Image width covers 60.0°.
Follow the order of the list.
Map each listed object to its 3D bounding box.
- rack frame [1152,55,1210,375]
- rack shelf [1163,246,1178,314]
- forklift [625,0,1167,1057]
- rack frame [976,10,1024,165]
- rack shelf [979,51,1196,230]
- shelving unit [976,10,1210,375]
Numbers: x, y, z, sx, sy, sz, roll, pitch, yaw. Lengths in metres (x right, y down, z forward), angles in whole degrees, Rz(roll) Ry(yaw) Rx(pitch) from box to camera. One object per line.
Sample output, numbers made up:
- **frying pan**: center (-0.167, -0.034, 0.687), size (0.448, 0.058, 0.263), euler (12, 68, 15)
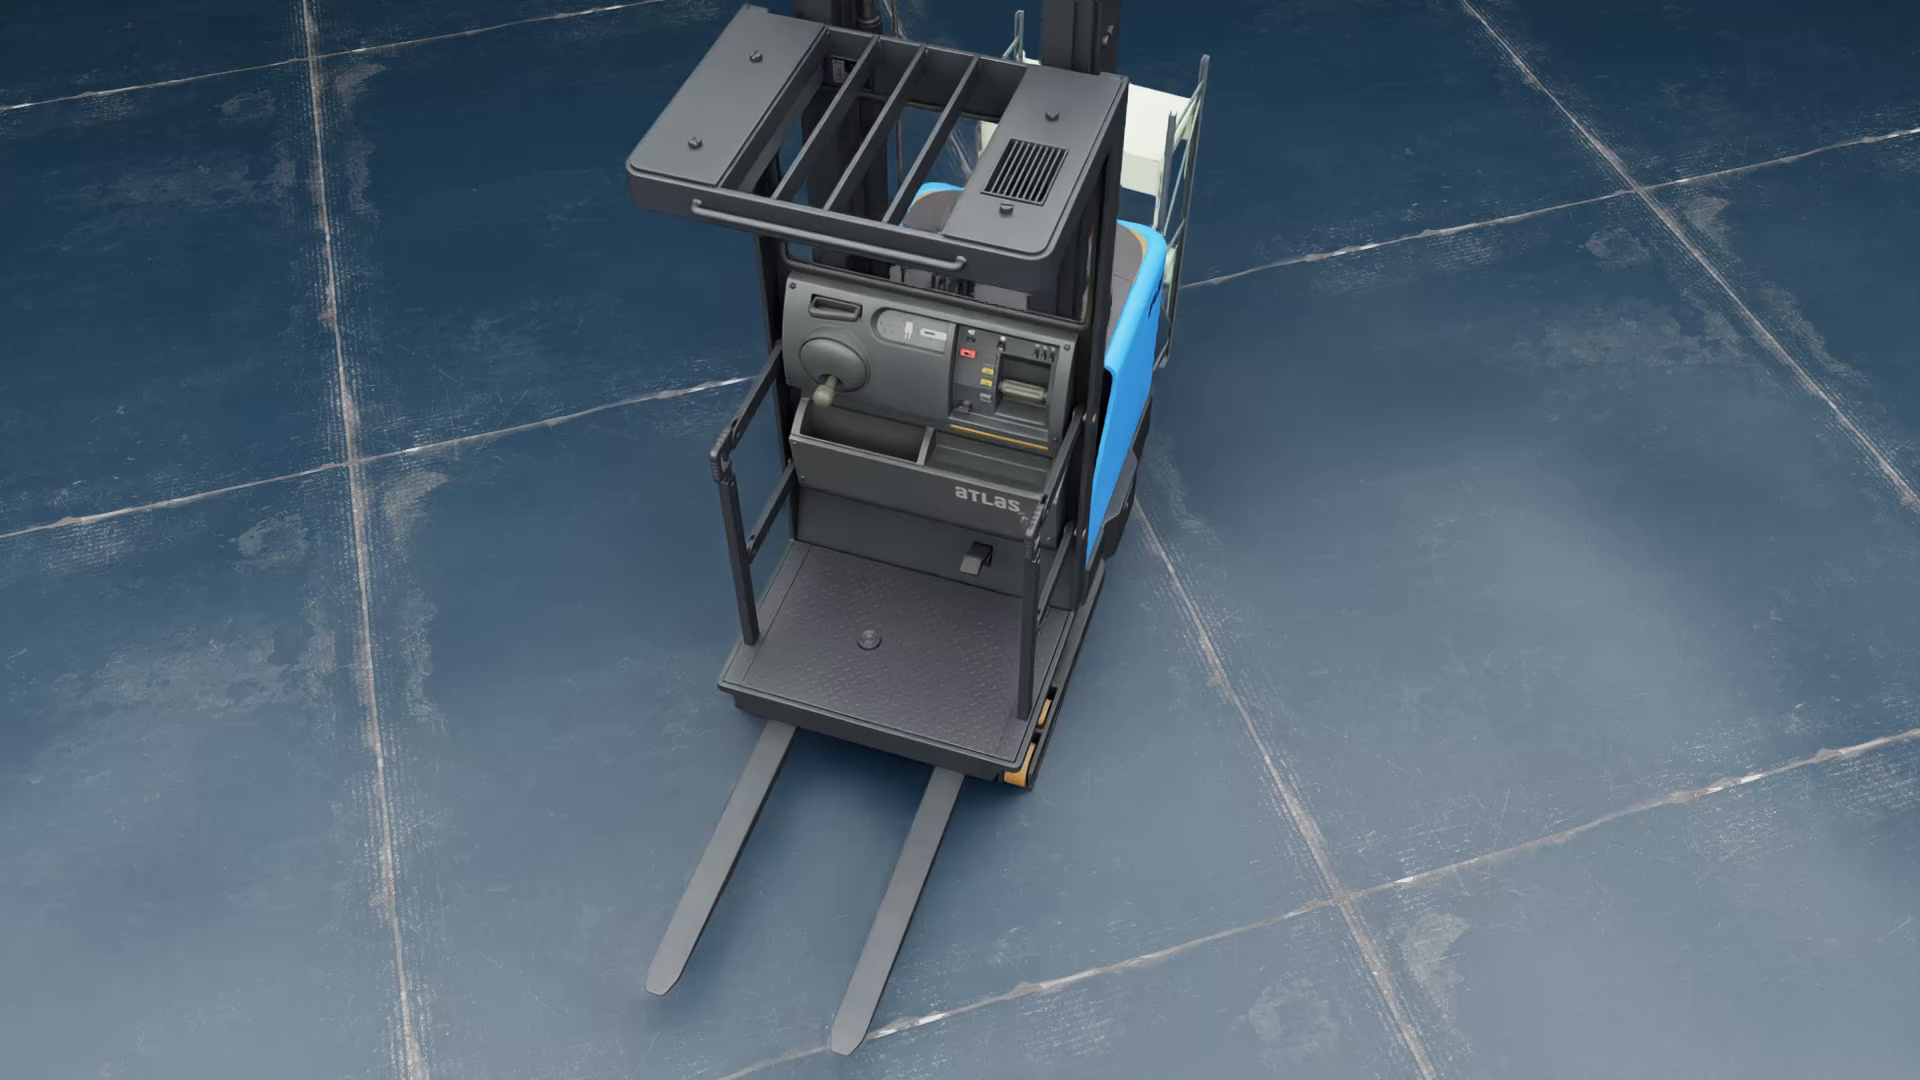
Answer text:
- **rack frame**: center (0.822, -1.146, 6.524), size (0.023, 1.500, 0.400), euler (18, 52, 15)
- **rack shelf**: center (0.486, -1.047, 6.868), size (0.720, 0.370, 0.431), euler (18, 52, 15)
- **forklift**: center (-0.171, -0.441, 4.995), size (1.130, 2.935, 3.031), euler (14, 51, 12)
- **rack frame**: center (0.151, -1.370, 6.713), size (0.023, 1.500, 0.400), euler (18, 52, 15)
- **rack shelf**: center (0.486, -1.509, 6.320), size (0.720, 0.370, 0.431), euler (18, 52, 15)
- **shelving unit**: center (0.486, -1.258, 6.619), size (0.755, 1.500, 0.431), euler (18, 52, 15)
